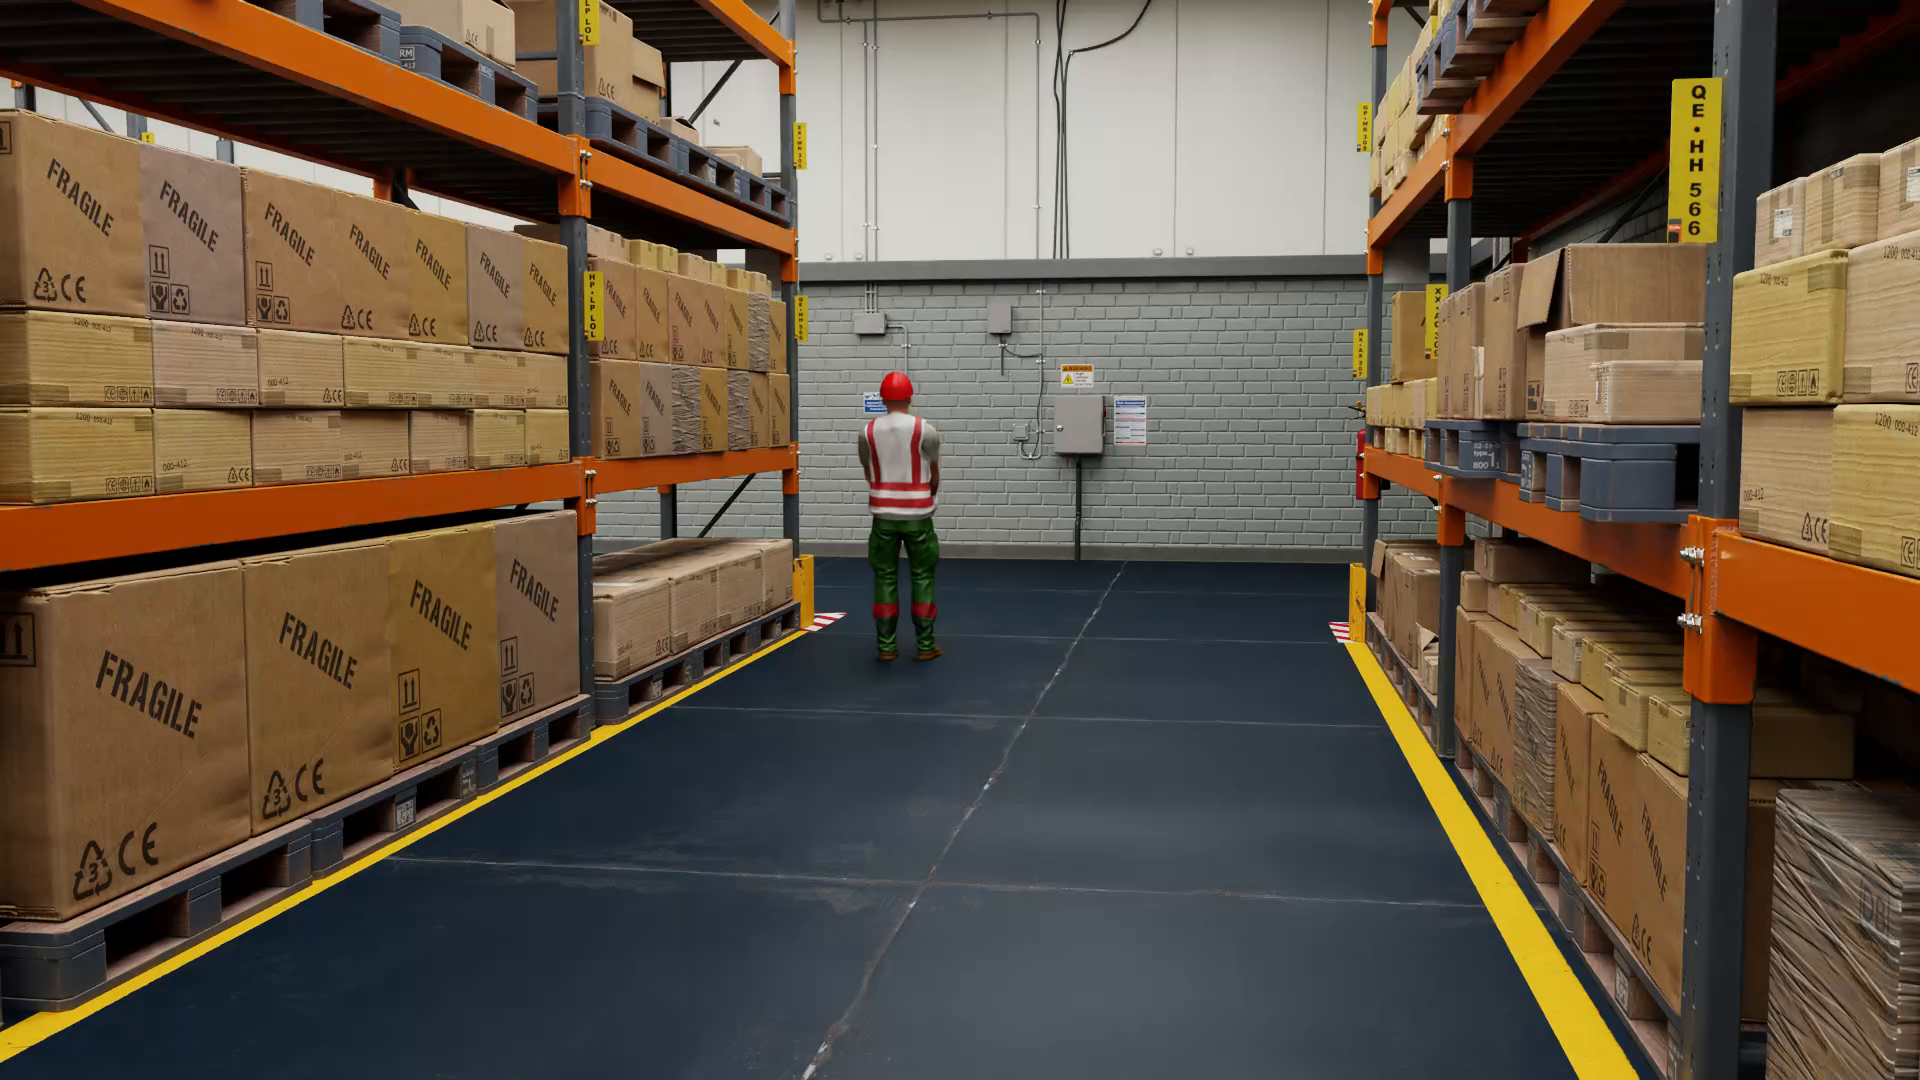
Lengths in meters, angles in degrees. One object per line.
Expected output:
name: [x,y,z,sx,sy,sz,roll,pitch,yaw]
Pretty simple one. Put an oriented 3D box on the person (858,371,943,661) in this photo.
person: [-0.359,-0.153,10.384,0.508,1.793,0.552,1,4,8]
